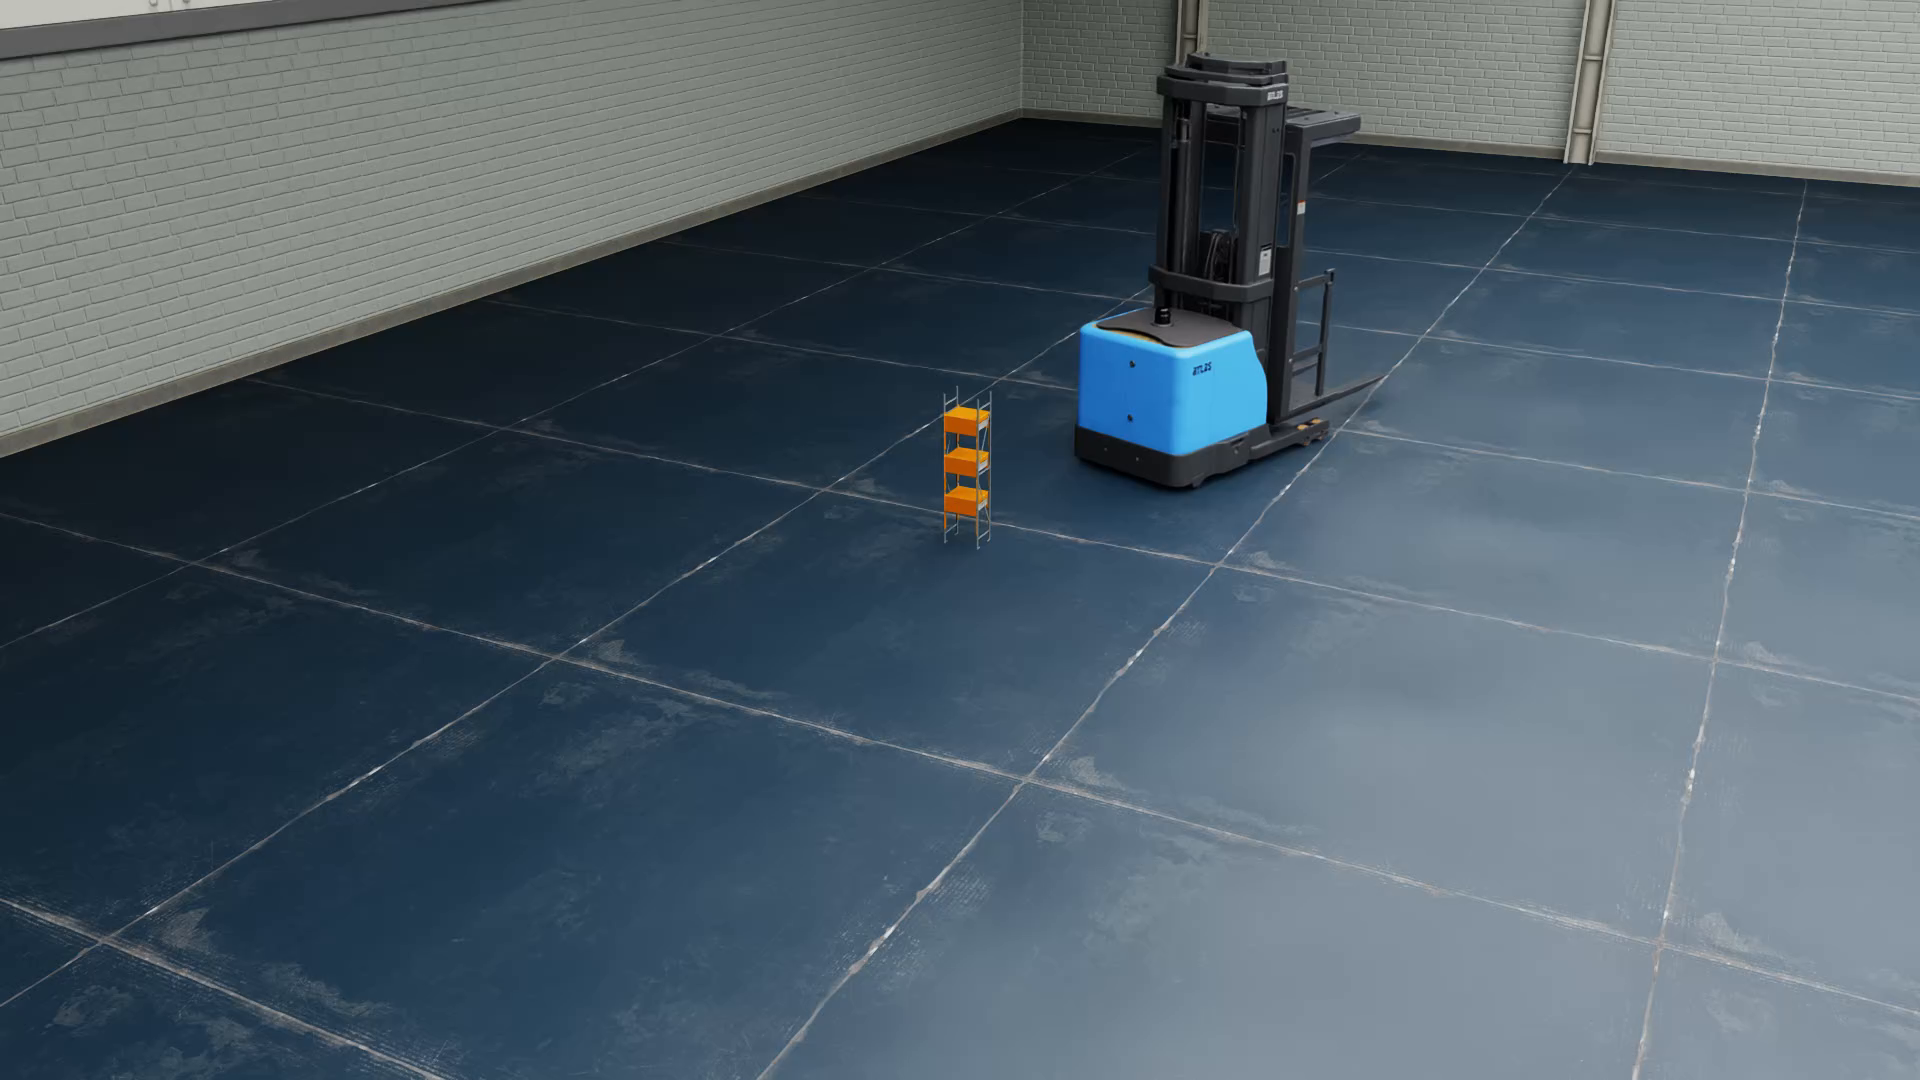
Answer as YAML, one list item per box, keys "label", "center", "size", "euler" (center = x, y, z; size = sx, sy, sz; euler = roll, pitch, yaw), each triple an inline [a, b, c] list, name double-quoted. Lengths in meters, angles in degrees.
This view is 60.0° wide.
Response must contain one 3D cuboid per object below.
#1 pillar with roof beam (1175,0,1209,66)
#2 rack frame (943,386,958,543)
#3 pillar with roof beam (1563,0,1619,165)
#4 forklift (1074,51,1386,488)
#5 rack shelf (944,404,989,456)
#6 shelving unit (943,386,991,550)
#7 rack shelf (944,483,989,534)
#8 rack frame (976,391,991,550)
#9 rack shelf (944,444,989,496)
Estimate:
- label: "pillar with roof beam"
  center: [1.691, -9.183, 21.345]
  size: [0.400, 9.000, 9.100]
  euler: [11, 25, 25]
- label: "rack frame"
  center: [-0.061, -0.495, 11.073]
  size: [0.008, 1.050, 0.200]
  euler: [11, 25, 25]
- label: "pillar with roof beam"
  center: [7.046, -8.124, 18.853]
  size: [0.400, 9.000, 9.100]
  euler: [11, 25, 25]
- label: "forklift"
  center: [2.266, -2.208, 12.697]
  size: [3.031, 2.935, 1.130]
  euler: [-21, 31, -40]
- label: "rack shelf"
  center: [0.048, -0.725, 10.915]
  size: [0.240, 0.259, 0.215]
  euler: [11, 25, 25]
- label: "shelving unit"
  center: [0.048, -0.474, 11.022]
  size: [0.252, 1.050, 0.215]
  euler: [11, 25, 25]
- label: "rack shelf"
  center: [0.048, -0.208, 11.135]
  size: [0.240, 0.259, 0.215]
  euler: [11, 25, 25]
- label: "rack frame"
  center: [0.157, -0.452, 10.972]
  size: [0.008, 1.050, 0.200]
  euler: [11, 25, 25]
- label: "rack shelf"
  center: [0.048, -0.464, 11.026]
  size: [0.240, 0.259, 0.215]
  euler: [11, 25, 25]
